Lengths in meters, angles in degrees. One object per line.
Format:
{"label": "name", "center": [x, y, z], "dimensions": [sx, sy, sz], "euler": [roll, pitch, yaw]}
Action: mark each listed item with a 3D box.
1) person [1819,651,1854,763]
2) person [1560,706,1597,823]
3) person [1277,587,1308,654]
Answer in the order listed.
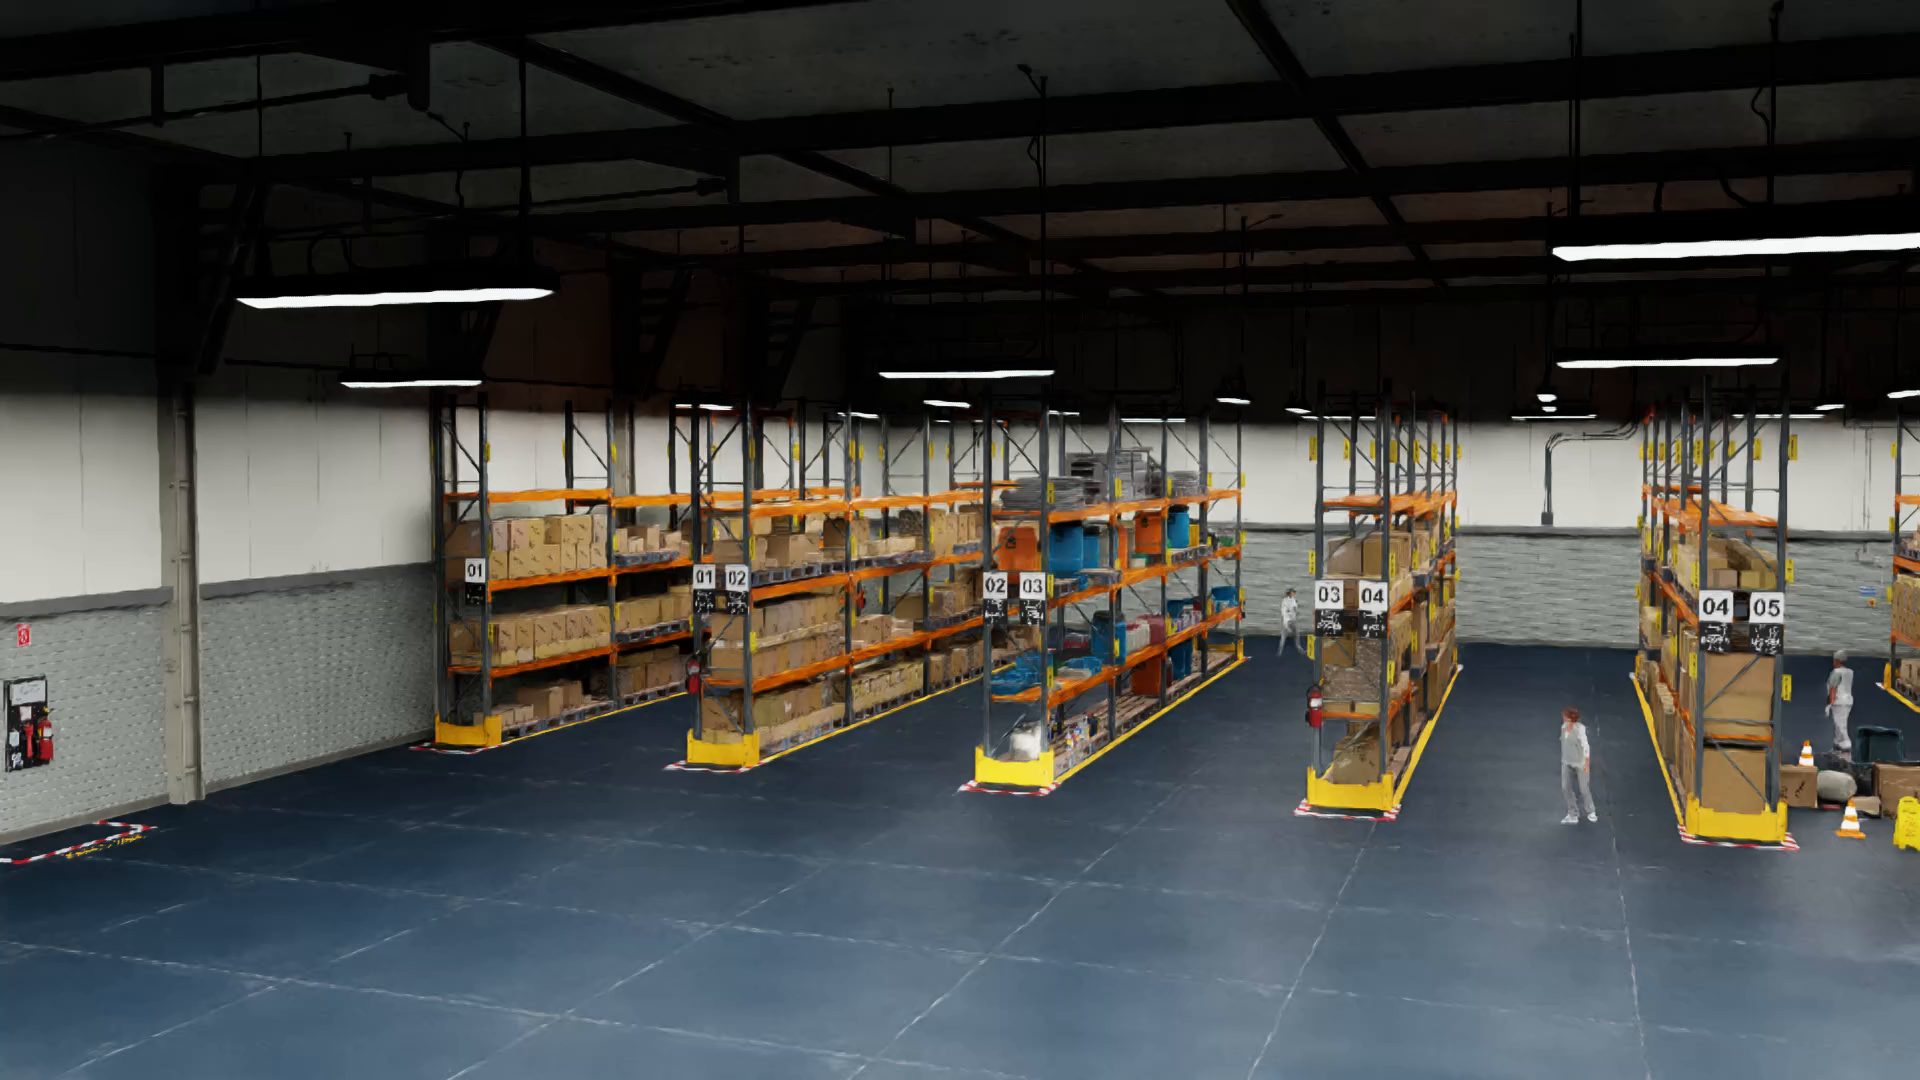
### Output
{"label": "person", "center": [14.122, 2.667, 26.773], "dimensions": [0.655, 1.785, 0.577], "euler": [-3, 4, -40]}
{"label": "person", "center": [8.351, 3.020, 22.438], "dimensions": [0.511, 1.584, 0.464], "euler": [-2, 4, -32]}
{"label": "person", "center": [8.171, 1.975, 40.972], "dimensions": [0.685, 1.672, 0.552], "euler": [-2, 4, -32]}
